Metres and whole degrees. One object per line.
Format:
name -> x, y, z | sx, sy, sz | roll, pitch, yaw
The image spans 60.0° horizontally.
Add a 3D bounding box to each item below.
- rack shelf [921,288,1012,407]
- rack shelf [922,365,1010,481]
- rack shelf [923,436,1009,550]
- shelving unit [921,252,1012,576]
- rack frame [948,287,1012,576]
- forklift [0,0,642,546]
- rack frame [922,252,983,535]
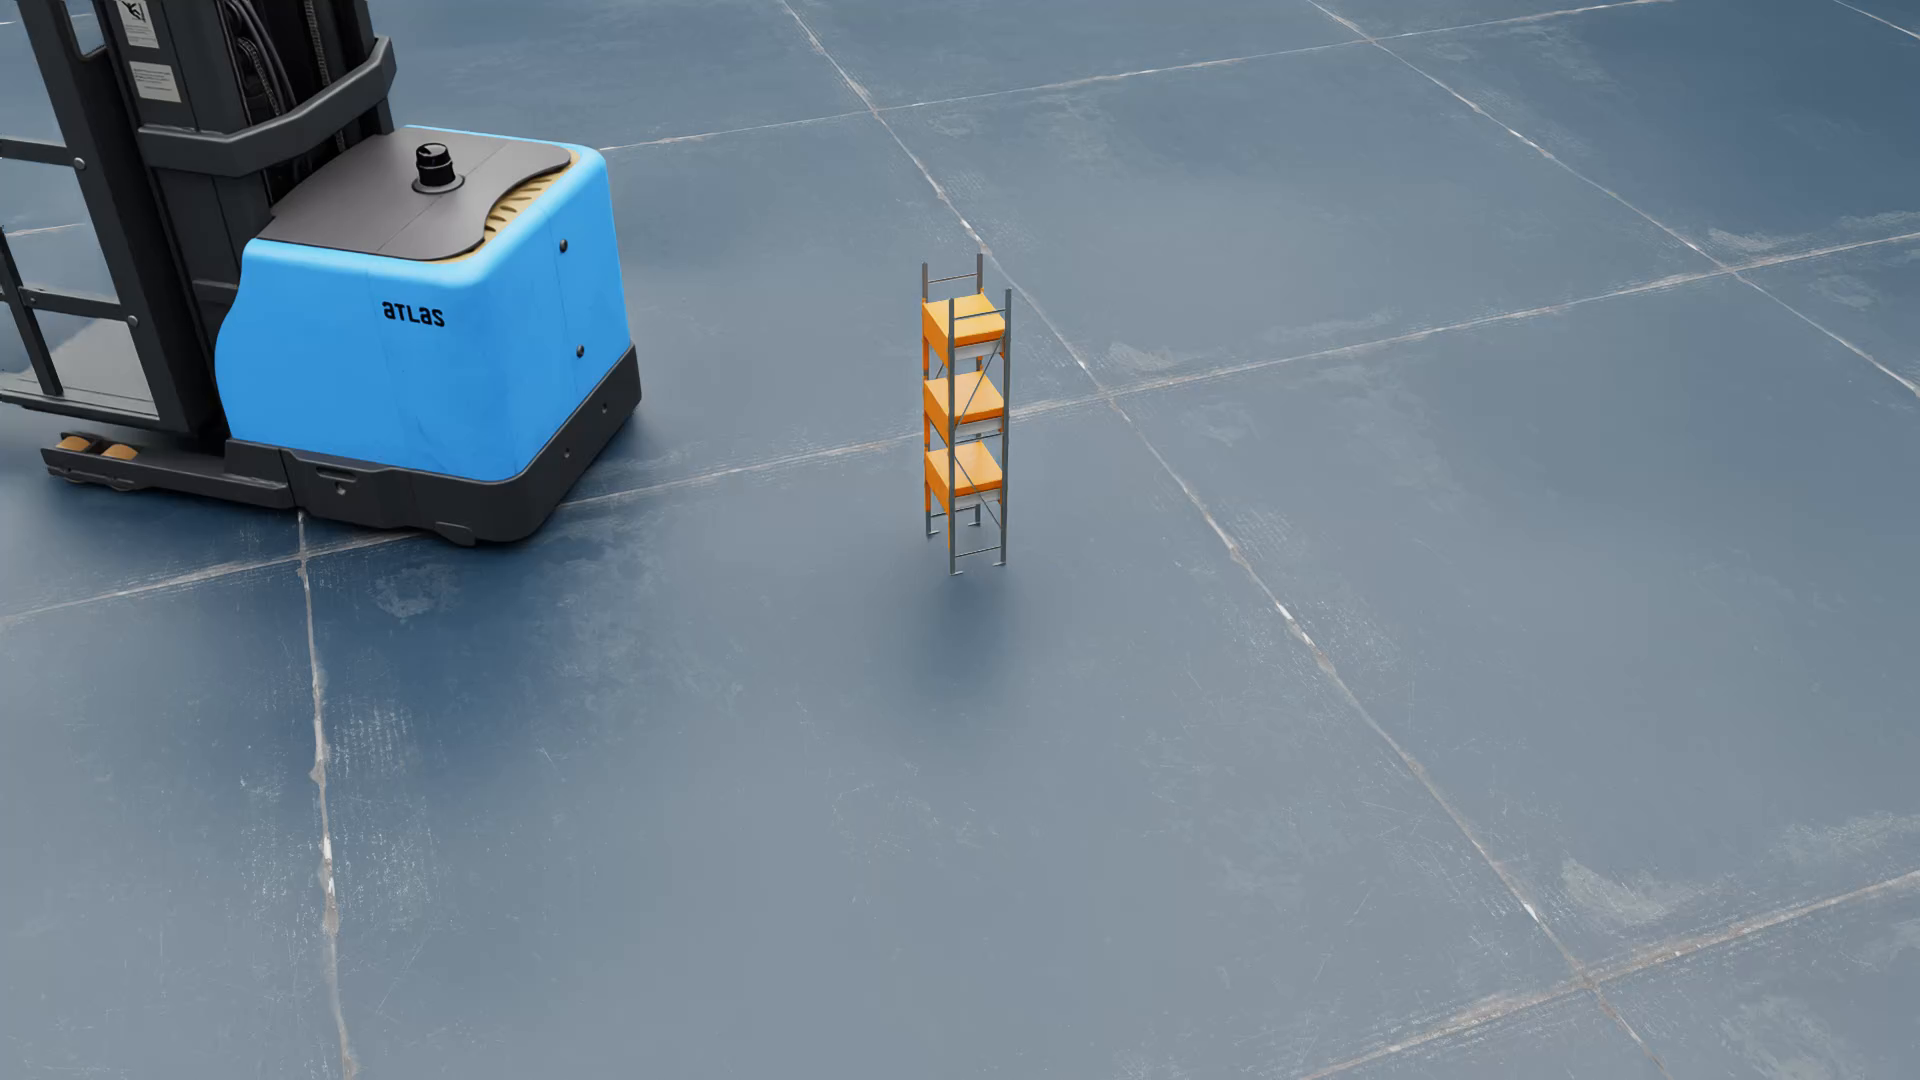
rack shelf -> 0.018, -0.607, 5.230 | 0.215, 0.259, 0.240 | -12, 39, -16
rack shelf -> 0.018, -0.381, 5.400 | 0.215, 0.259, 0.240 | -12, 39, -16
rack shelf -> 0.018, -0.159, 5.568 | 0.215, 0.259, 0.240 | -12, 39, -16
shelving unit -> 0.018, -0.389, 5.394 | 0.215, 1.050, 0.252 | -12, 39, -16
rack frame -> 0.060, -0.320, 5.302 | 0.200, 1.050, 0.008 | -12, 39, -16
forklift -> -2.790, -1.641, 5.492 | 3.031, 2.935, 1.130 | 10, 38, 12
rack frame -> -0.024, -0.458, 5.485 | 0.200, 1.050, 0.008 | -12, 39, -16
